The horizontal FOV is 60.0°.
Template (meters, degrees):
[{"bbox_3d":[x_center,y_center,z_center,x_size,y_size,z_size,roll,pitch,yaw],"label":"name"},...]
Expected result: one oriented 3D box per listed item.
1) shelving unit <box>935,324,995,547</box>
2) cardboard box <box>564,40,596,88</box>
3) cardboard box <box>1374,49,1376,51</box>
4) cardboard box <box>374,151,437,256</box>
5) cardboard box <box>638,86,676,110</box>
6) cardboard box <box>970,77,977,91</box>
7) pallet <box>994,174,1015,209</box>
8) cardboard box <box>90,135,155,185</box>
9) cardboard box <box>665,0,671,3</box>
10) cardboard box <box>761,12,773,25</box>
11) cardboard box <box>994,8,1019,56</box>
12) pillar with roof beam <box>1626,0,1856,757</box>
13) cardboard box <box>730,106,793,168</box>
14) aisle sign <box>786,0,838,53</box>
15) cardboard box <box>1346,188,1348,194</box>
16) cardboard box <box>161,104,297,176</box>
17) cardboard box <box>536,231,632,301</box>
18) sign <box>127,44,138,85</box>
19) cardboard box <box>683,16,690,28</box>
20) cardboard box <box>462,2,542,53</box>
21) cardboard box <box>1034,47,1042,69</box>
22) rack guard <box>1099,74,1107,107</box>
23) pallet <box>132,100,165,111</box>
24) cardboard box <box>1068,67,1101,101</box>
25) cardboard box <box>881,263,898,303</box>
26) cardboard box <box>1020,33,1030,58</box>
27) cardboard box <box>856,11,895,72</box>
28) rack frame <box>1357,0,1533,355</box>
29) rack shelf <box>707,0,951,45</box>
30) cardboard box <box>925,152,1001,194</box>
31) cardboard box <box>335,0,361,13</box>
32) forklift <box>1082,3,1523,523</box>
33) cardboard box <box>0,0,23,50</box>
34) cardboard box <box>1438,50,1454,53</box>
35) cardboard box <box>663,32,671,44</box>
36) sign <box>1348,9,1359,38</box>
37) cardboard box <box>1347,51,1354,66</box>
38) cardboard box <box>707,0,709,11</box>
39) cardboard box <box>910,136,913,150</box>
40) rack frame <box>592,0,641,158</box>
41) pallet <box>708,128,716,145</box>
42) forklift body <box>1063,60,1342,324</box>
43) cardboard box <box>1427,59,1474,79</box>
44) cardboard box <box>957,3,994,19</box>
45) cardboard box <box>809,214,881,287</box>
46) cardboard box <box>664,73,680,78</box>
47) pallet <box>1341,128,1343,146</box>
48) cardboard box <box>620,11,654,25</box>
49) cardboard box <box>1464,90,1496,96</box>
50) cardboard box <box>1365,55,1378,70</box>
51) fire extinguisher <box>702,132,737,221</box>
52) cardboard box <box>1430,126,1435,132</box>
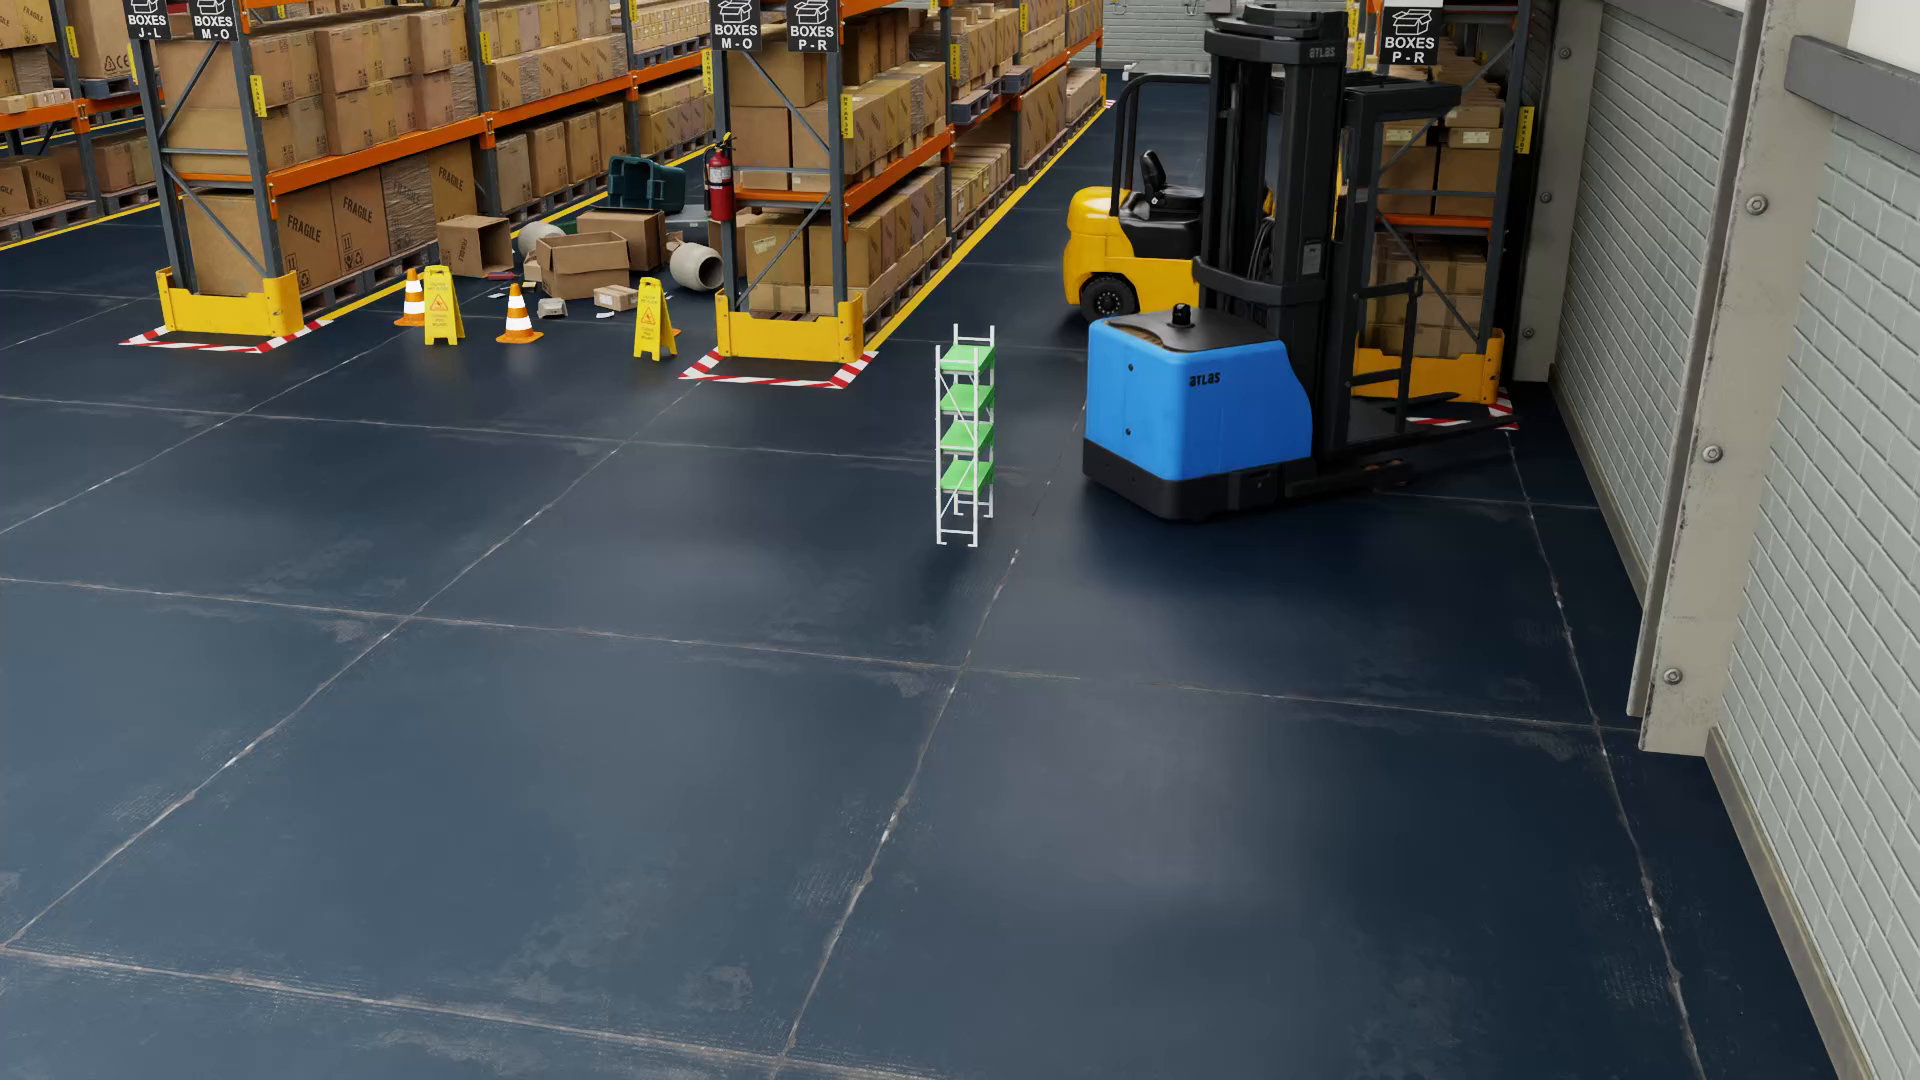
[{"bbox_3d":[0.034,-0.617,9.780,0.258,1.200,0.503,4,22,11],"label":"shelving unit"},{"bbox_3d":[-4.670,-5.651,19.736,0.500,0.500,0.500,4,22,10],"label":"cardboard box"},{"bbox_3d":[4.337,-5.036,17.341,0.380,0.149,0.250,4,22,9],"label":"cardboard box"},{"bbox_3d":[-5.829,-3.347,16.430,0.875,0.875,0.875,5,22,11],"label":"cardboard box"},{"bbox_3d":[-4.155,-5.957,22.411,0.500,0.250,0.500,4,22,10],"label":"cardboard box"},{"bbox_3d":[-0.028,-4.899,17.777,0.380,0.149,0.250,5,22,12],"label":"cardboard box"},{"bbox_3d":[0.070,-4.236,20.088,1.003,0.211,1.213,4,22,11],"label":"pallet"},{"bbox_3d":[-10.025,-4.548,19.887,0.700,0.500,0.500,4,22,11],"label":"cardboard box"},{"bbox_3d":[-4.401,-7.761,24.086,0.380,0.149,0.250,5,22,12],"label":"cardboard box"},{"bbox_3d":[-3.240,-8.327,25.983,0.500,0.500,0.500,4,22,10],"label":"cardboard box"},{"bbox_3d":[0.410,-6.006,19.658,0.500,0.500,0.500,4,22,9],"label":"cardboard box"},{"bbox_3d":[-0.956,-3.614,6.783,9.100,9.000,0.400,4,22,11],"label":"pillar with roof beam"},{"bbox_3d":[-1.561,-3.293,13.482,0.500,0.500,0.500,4,22,10],"label":"cardboard box"},{"bbox_3d":[-1.111,-4.049,12.411,0.394,0.787,0.004,4,22,11],"label":"aisle sign"},{"bbox_3d":[3.754,-3.019,15.114,0.500,0.250,0.500,4,22,11],"label":"cardboard box"},{"bbox_3d":[-6.237,-3.438,14.174,0.875,0.550,0.550,4,22,11],"label":"cardboard box"},{"bbox_3d":[-3.522,-2.566,15.552,0.797,0.503,0.637,-11,25,-26],"label":"cardboard box"},{"bbox_3d":[-6.797,-3.923,13.711,0.100,0.325,0.005,4,22,11],"label":"sign"},{"bbox_3d":[-3.973,-7.191,23.070,0.380,0.149,0.250,5,22,11],"label":"cardboard box"},{"bbox_3d":[-5.150,-5.757,18.662,0.700,0.500,0.500,5,22,11],"label":"cardboard box"},{"bbox_3d":[0.777,-6.286,21.646,0.500,0.250,0.500,5,23,13],"label":"cardboard box"},{"bbox_3d":[1.868,-7.590,28.030,1.175,0.500,0.348,4,22,11],"label":"rack guard"},{"bbox_3d":[-13.391,-7.389,27.918,1.003,0.211,1.213,4,22,11],"label":"pallet"},{"bbox_3d":[1.826,-7.498,27.323,0.875,0.438,0.875,4,22,9],"label":"cardboard box"},{"bbox_3d":[-0.855,-2.268,14.589,0.500,0.250,0.500,5,23,13],"label":"cardboard box"},{"bbox_3d":[0.576,-6.144,20.624,0.500,0.250,0.500,4,22,11],"label":"cardboard box"},{"bbox_3d":[-1.013,-4.670,15.565,0.700,0.500,0.500,5,22,11],"label":"cardboard box"},{"bbox_3d":[3.458,-2.512,12.075,1.000,3.000,0.127,4,22,11],"label":"rack frame"},{"bbox_3d":[-0.994,-4.678,14.402,1.077,0.370,4.000,4,22,11],"label":"rack shelf"},{"bbox_3d":[-0.037,-4.314,19.506,0.950,0.372,0.625,4,22,10],"label":"cardboard box"},{"bbox_3d":[-9.040,-7.832,23.808,0.797,0.503,0.637,5,23,13],"label":"cardboard box"},{"bbox_3d":[2.340,-1.835,10.487,3.031,2.935,1.130,-11,24,-25],"label":"forklift"},{"bbox_3d":[-10.210,-5.387,17.344,0.500,0.500,0.500,4,22,11],"label":"cardboard box"},{"bbox_3d":[4.913,-4.988,17.222,0.380,0.149,0.250,5,22,11],"label":"cardboard box"},{"bbox_3d":[-4.132,-6.775,22.434,0.380,0.149,0.250,5,23,13],"label":"cardboard box"},{"bbox_3d":[4.557,-5.976,19.233,0.100,0.325,0.005,4,22,11],"label":"sign"},{"bbox_3d":[4.849,-5.785,19.978,0.380,0.149,0.250,5,22,12],"label":"cardboard box"},{"bbox_3d":[-3.765,-7.712,23.965,0.380,0.149,0.250,4,22,9],"label":"cardboard box"},{"bbox_3d":[-0.638,-3.631,15.191,0.380,0.149,0.250,4,22,10],"label":"cardboard box"},{"bbox_3d":[-4.636,-6.155,21.121,1.000,3.000,0.127,4,22,11],"label":"rack frame"},{"bbox_3d":[-3.977,-6.040,24.567,1.003,0.211,1.213,4,22,11],"label":"pallet"},{"bbox_3d":[2.059,-2.951,14.301,2.313,2.155,1.214,4,22,11],"label":"forklift body"},{"bbox_3d":[4.413,-4.232,14.945,0.380,0.149,0.250,4,22,9],"label":"cardboard box"},{"bbox_3d":[0.173,-5.875,18.463,0.380,0.149,0.250,3,22,8],"label":"cardboard box"},{"bbox_3d":[-0.962,-2.439,14.009,0.500,0.500,0.500,4,22,9],"label":"cardboard box"},{"bbox_3d":[-4.335,-6.556,23.897,0.500,0.250,0.500,5,22,12],"label":"cardboard box"},{"bbox_3d":[6.048,-5.858,24.117,1.003,0.211,1.213,4,22,11],"label":"pallet"},{"bbox_3d":[-4.245,-6.851,21.828,0.380,0.149,0.250,4,22,11],"label":"cardboard box"},{"bbox_3d":[3.927,-3.384,12.840,0.380,0.149,0.250,5,22,11],"label":"cardboard box"},{"bbox_3d":[3.919,-4.366,15.279,0.380,0.149,0.250,5,22,12],"label":"cardboard box"},{"bbox_3d":[-1.876,-2.846,13.009,0.296,0.674,0.183,4,22,11],"label":"fire extinguisher"},{"bbox_3d":[4.014,-3.095,13.389,0.500,0.500,0.500,4,22,10],"label":"cardboard box"}]
